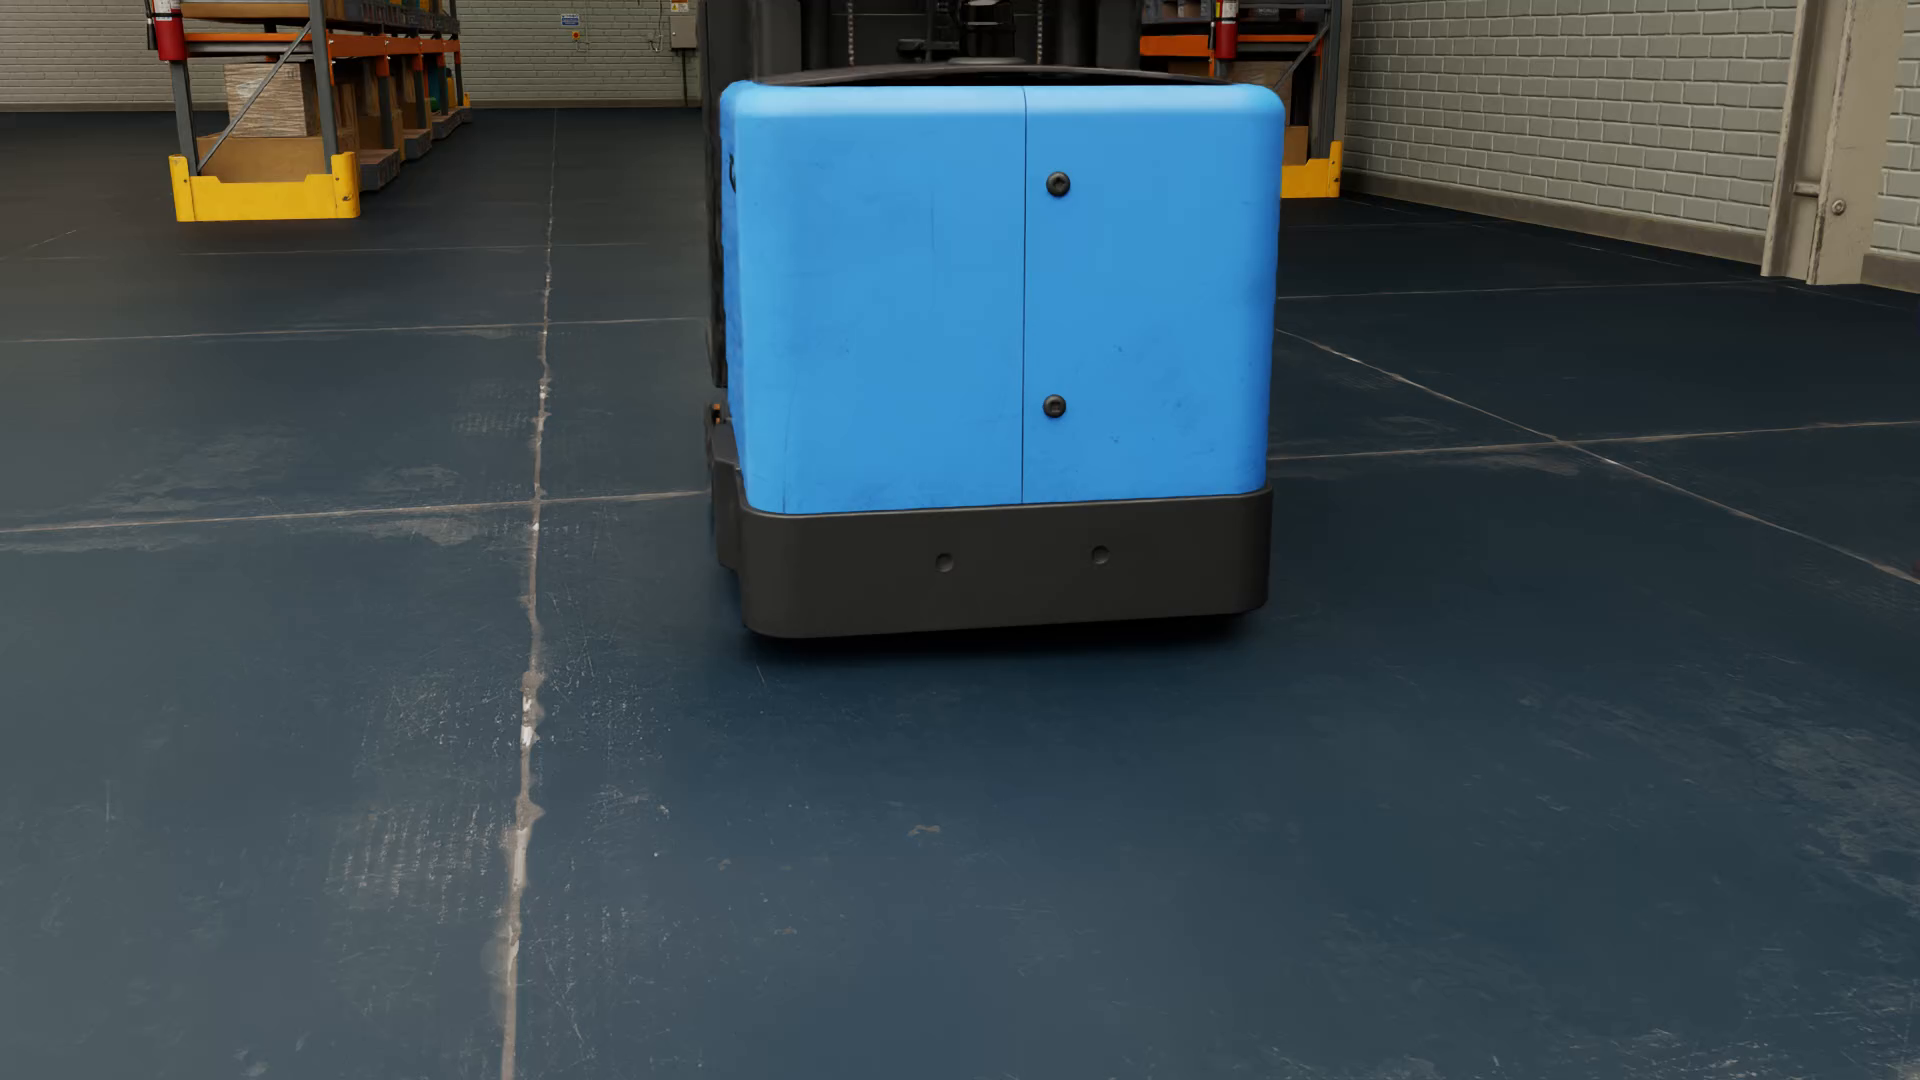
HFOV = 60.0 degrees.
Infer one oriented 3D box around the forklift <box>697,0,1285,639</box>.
[{"bbox_3d":[-0.138,-1.594,4.236,1.130,2.935,3.031,-3,17,-9],"label":"forklift"}]
